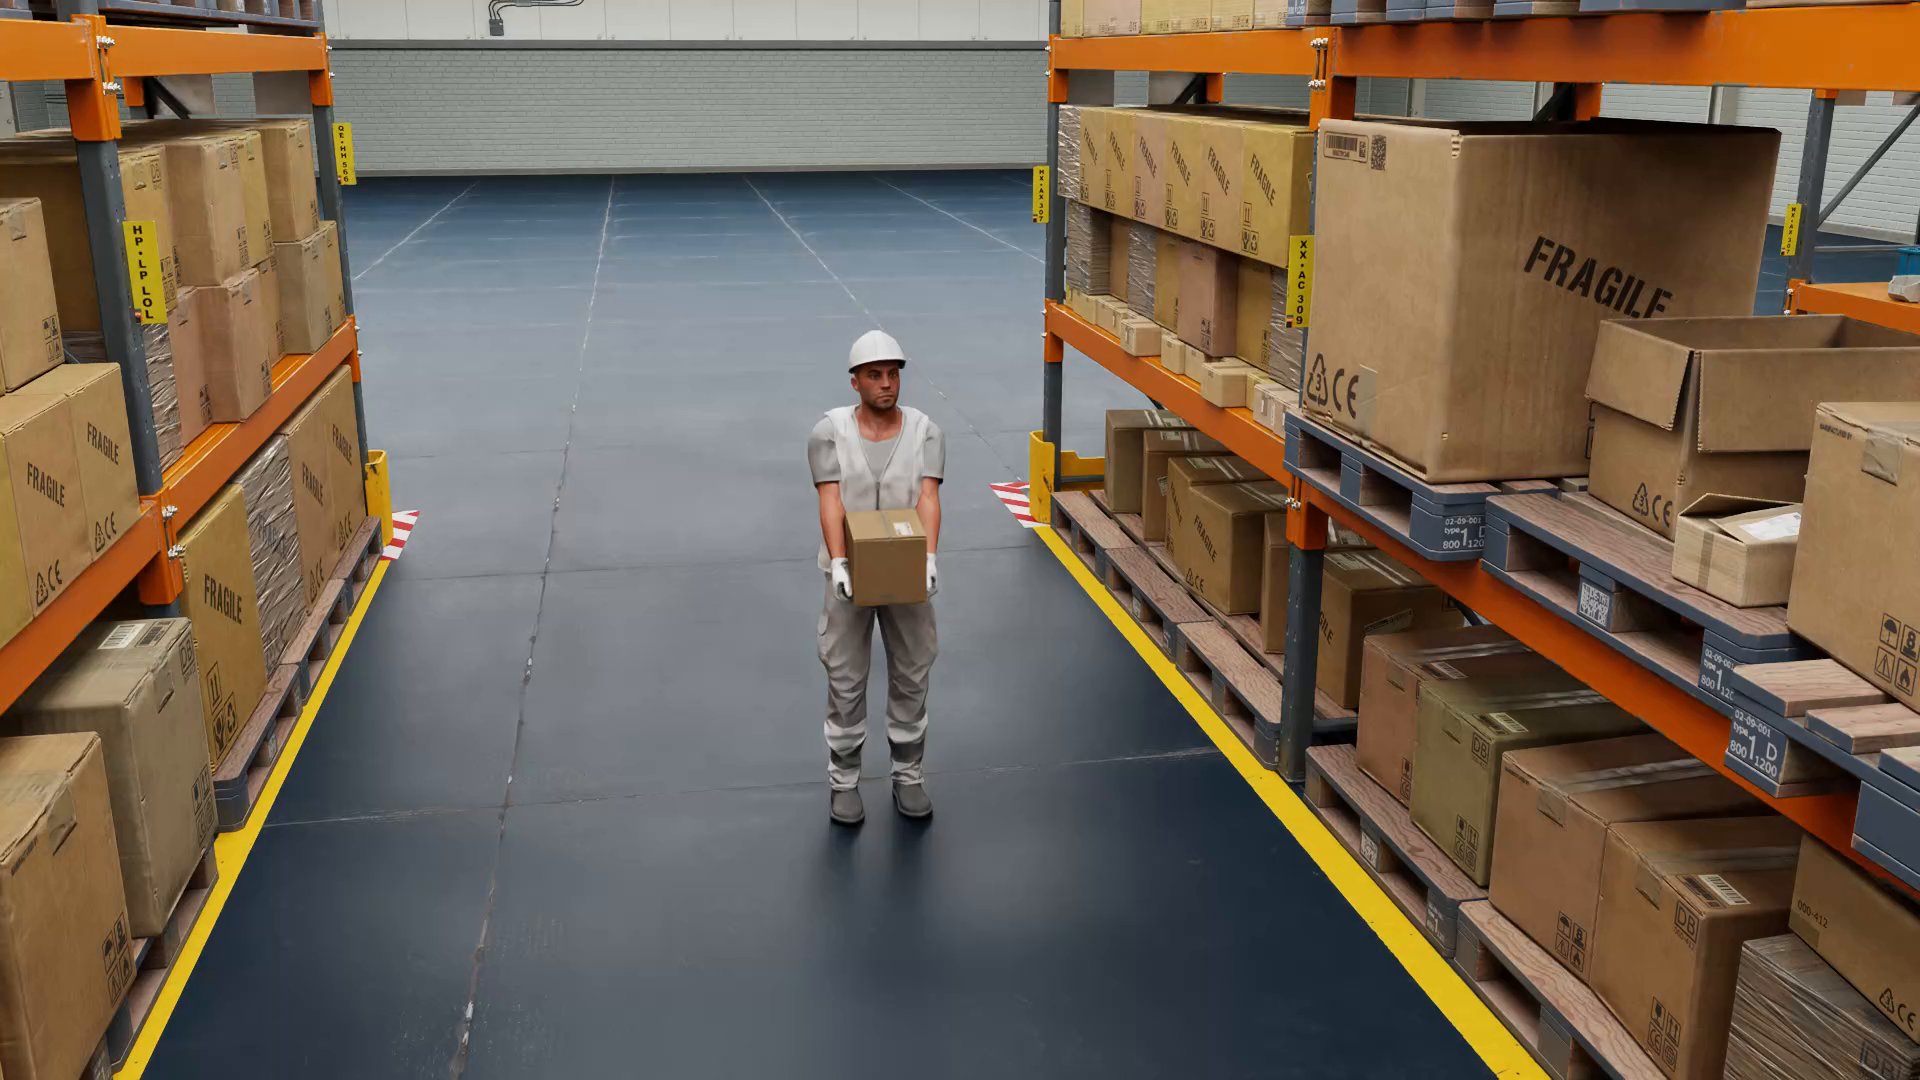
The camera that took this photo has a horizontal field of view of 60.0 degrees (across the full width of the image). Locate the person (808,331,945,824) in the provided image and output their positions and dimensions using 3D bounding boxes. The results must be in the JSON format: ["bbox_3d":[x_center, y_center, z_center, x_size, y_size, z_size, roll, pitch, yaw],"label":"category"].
[{"bbox_3d":[-0.274,0.164,5.929,0.495,1.785,0.552,-3,16,-10],"label":"person"}]
